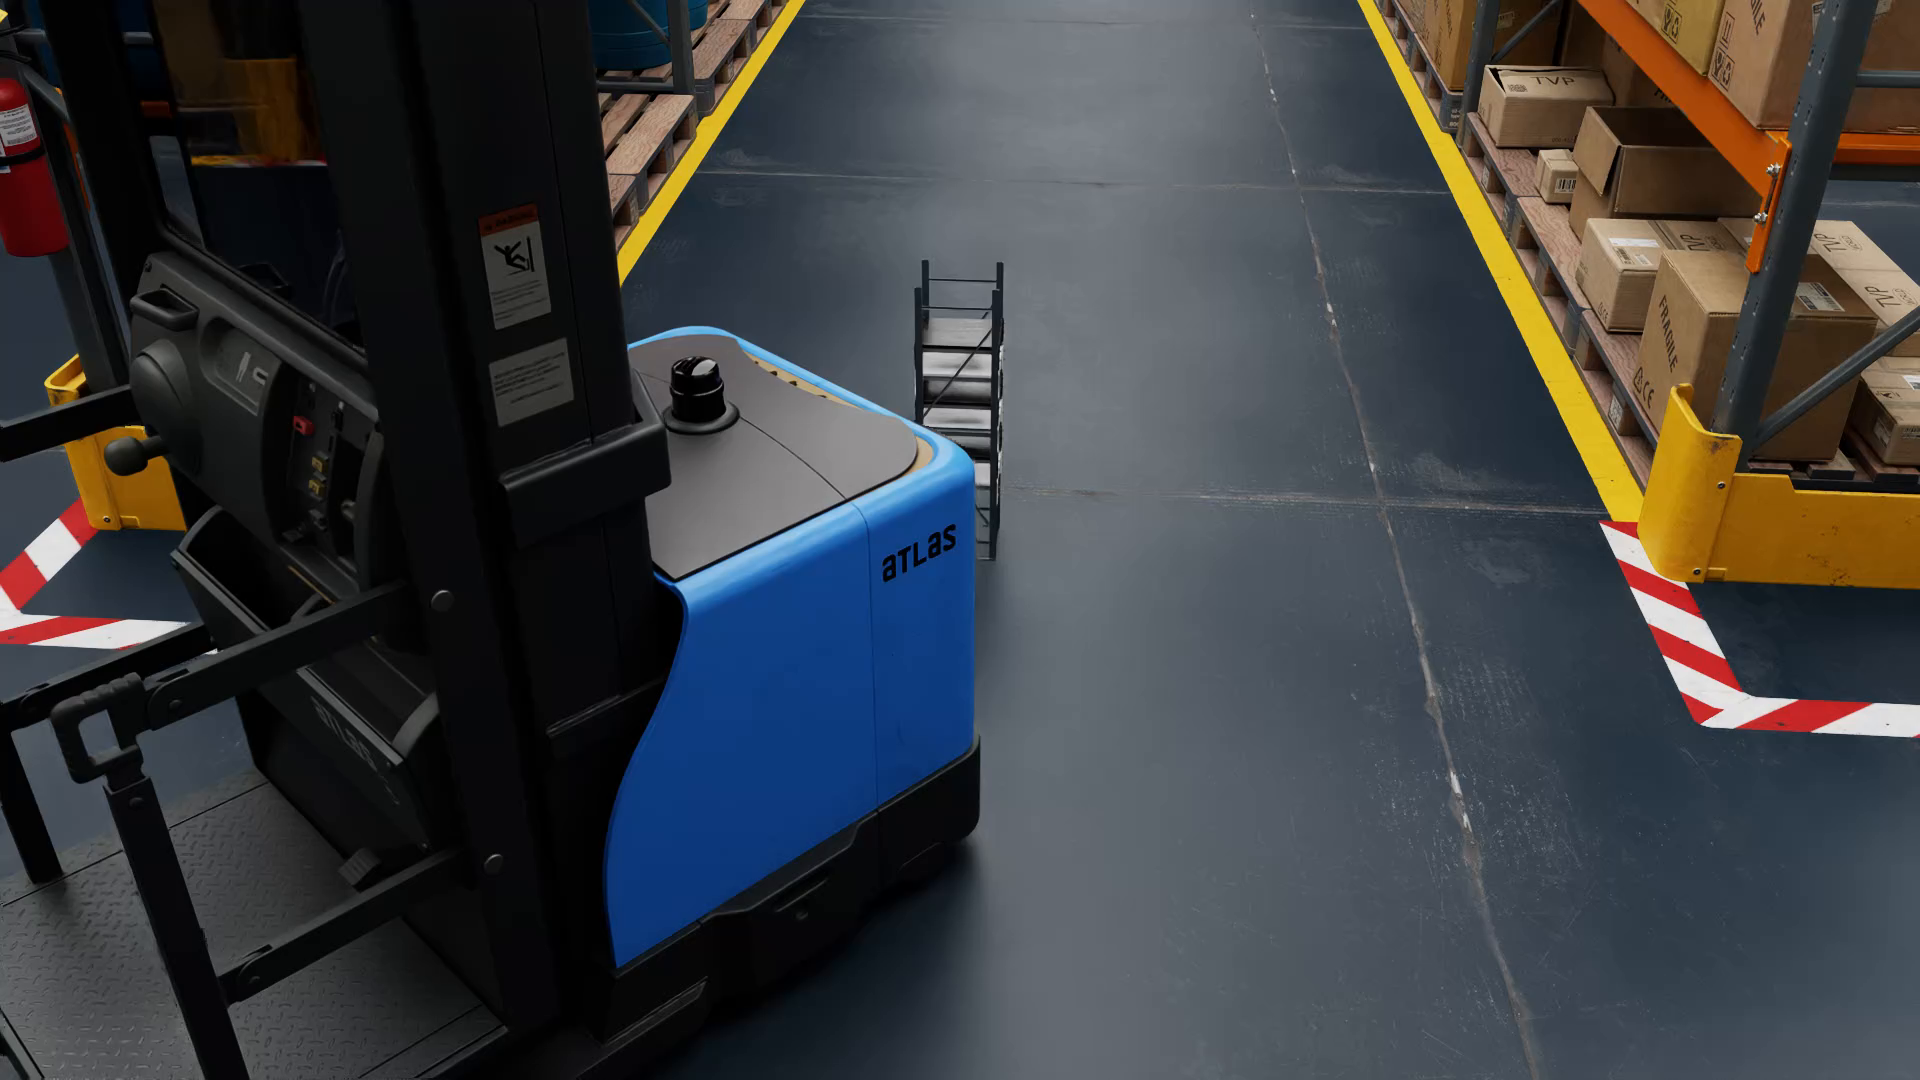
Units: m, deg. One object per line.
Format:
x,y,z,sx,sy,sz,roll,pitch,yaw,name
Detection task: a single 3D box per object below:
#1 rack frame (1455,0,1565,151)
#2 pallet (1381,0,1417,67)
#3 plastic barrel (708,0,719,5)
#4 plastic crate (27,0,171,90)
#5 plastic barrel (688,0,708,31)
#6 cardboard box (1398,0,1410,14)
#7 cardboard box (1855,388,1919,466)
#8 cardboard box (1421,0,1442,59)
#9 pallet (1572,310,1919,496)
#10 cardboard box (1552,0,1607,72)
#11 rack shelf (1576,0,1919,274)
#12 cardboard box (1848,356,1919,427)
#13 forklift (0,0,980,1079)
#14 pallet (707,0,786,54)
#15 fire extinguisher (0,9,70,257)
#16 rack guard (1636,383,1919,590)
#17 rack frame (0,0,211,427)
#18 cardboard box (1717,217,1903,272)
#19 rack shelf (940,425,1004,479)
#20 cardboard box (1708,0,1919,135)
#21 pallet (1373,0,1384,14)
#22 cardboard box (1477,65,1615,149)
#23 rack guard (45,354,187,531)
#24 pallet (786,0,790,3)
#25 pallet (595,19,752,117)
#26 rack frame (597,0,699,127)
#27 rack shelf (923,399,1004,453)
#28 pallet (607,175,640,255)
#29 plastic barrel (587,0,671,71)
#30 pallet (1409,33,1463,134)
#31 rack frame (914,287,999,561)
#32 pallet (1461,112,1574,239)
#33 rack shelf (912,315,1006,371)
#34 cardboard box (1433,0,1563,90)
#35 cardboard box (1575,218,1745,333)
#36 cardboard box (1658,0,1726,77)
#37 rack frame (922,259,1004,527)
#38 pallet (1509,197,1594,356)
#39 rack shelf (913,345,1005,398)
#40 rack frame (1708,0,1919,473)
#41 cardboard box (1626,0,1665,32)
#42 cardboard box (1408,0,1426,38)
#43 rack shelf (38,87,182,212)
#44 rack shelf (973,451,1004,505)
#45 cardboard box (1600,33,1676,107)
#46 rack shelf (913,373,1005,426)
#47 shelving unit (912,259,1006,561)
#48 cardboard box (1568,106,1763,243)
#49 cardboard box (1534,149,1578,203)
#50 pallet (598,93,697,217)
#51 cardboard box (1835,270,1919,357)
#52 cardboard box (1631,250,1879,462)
3.043,-3.269,7.695,1.000,3.000,0.127,2,32,4,rack frame
3.169,-3.148,10.157,1.003,0.211,1.213,2,32,4,pallet
-1.639,-3.547,10.118,0.421,0.512,0.421,0,32,0,plastic barrel
-2.378,-1.614,4.919,0.616,0.435,0.499,2,32,4,plastic crate
-1.774,-3.422,9.543,0.600,0.901,0.708,2,32,4,plastic barrel
2.927,-3.448,9.950,0.500,0.500,0.500,1,32,2,cardboard box
3.094,-0.355,5.265,0.380,0.149,0.250,2,32,4,cardboard box
2.847,-2.920,9.093,0.500,0.500,0.500,3,32,4,cardboard box
2.788,-0.446,5.774,1.003,0.211,1.213,2,32,4,pallet
3.326,-2.634,8.629,0.500,0.500,0.500,1,32,2,cardboard box
2.881,-1.917,6.187,1.077,0.370,4.000,2,32,4,rack shelf
3.115,-0.493,5.472,0.380,0.166,0.250,2,32,4,cardboard box
-1.359,-0.161,2.718,3.031,2.935,1.130,-27,41,-36,forklift
-1.692,-3.336,10.463,1.003,0.211,1.213,2,32,4,pallet
-2.684,-1.139,4.669,0.296,0.674,0.183,2,32,4,fire extinguisher
2.724,-0.153,5.021,1.175,0.500,0.348,2,32,4,rack guard
-2.219,-1.391,4.647,1.000,3.000,0.127,2,32,4,rack frame
3.126,-0.989,6.197,0.500,0.250,0.500,2,32,4,cardboard box
-0.001,-0.274,5.072,0.258,0.077,0.200,2,32,4,rack shelf
2.483,-1.465,4.674,0.500,0.500,0.500,3,32,5,cardboard box
3.271,-3.784,11.190,1.003,0.211,1.213,2,32,4,pallet
2.794,-2.101,7.944,0.500,0.311,0.500,2,32,4,cardboard box
-2.208,-0.313,5.282,1.175,0.500,0.348,2,32,4,rack guard
-1.590,-3.973,11.495,1.003,0.211,1.213,2,32,4,pallet
-1.789,-2.697,9.425,1.003,0.211,1.213,2,32,4,pallet
-1.893,-3.482,8.041,1.000,3.000,0.127,2,32,4,rack frame
-0.001,-0.350,5.025,0.258,0.077,0.200,2,32,4,rack shelf
-2.011,-1.269,7.108,1.003,0.211,1.213,2,32,4,pallet
-1.832,-3.051,8.942,0.600,0.901,0.708,2,32,4,plastic barrel
3.072,-2.508,9.119,1.003,0.211,1.213,2,32,4,pallet
-0.009,-0.326,4.921,0.240,0.900,0.006,2,32,4,rack frame
2.987,-1.722,7.844,1.003,0.211,1.213,2,32,4,pallet
-0.001,-0.580,4.883,0.258,0.077,0.200,2,32,4,rack shelf
2.798,-2.662,8.674,0.500,0.500,0.500,2,32,4,cardboard box
2.624,-0.984,6.189,0.500,0.250,0.500,2,32,4,cardboard box
2.522,-1.737,5.114,0.500,0.500,0.500,3,32,4,cardboard box
0.008,-0.432,5.093,0.240,0.900,0.006,2,32,4,rack frame
2.890,-1.083,6.806,1.003,0.211,1.213,2,32,4,pallet
-0.001,-0.504,4.930,0.258,0.077,0.200,2,32,4,rack shelf
2.718,-1.177,4.301,1.000,3.000,0.127,2,32,4,rack frame
2.568,-1.998,5.537,0.500,0.500,0.500,3,32,4,cardboard box
2.888,-3.182,9.518,0.500,0.500,0.500,3,32,5,cardboard box
-2.056,-2.130,6.533,1.077,0.370,4.000,2,32,4,rack shelf
-0.001,-0.197,5.119,0.258,0.077,0.200,2,32,4,rack shelf
3.280,-2.082,7.732,0.500,0.500,0.500,2,32,4,cardboard box
-0.001,-0.427,4.977,0.258,0.077,0.200,2,32,4,rack shelf
-0.001,-0.379,5.007,0.258,0.900,0.210,2,32,4,shelving unit
2.896,-1.411,6.640,0.797,0.503,0.637,2,32,4,cardboard box
2.733,-1.587,7.247,0.380,0.166,0.250,2,32,4,cardboard box
-1.914,-1.909,8.146,1.003,0.211,1.213,2,32,4,pallet
3.085,-0.727,5.773,0.500,0.250,0.500,2,32,4,cardboard box
2.516,-0.595,5.320,0.500,0.500,0.500,2,32,4,cardboard box
